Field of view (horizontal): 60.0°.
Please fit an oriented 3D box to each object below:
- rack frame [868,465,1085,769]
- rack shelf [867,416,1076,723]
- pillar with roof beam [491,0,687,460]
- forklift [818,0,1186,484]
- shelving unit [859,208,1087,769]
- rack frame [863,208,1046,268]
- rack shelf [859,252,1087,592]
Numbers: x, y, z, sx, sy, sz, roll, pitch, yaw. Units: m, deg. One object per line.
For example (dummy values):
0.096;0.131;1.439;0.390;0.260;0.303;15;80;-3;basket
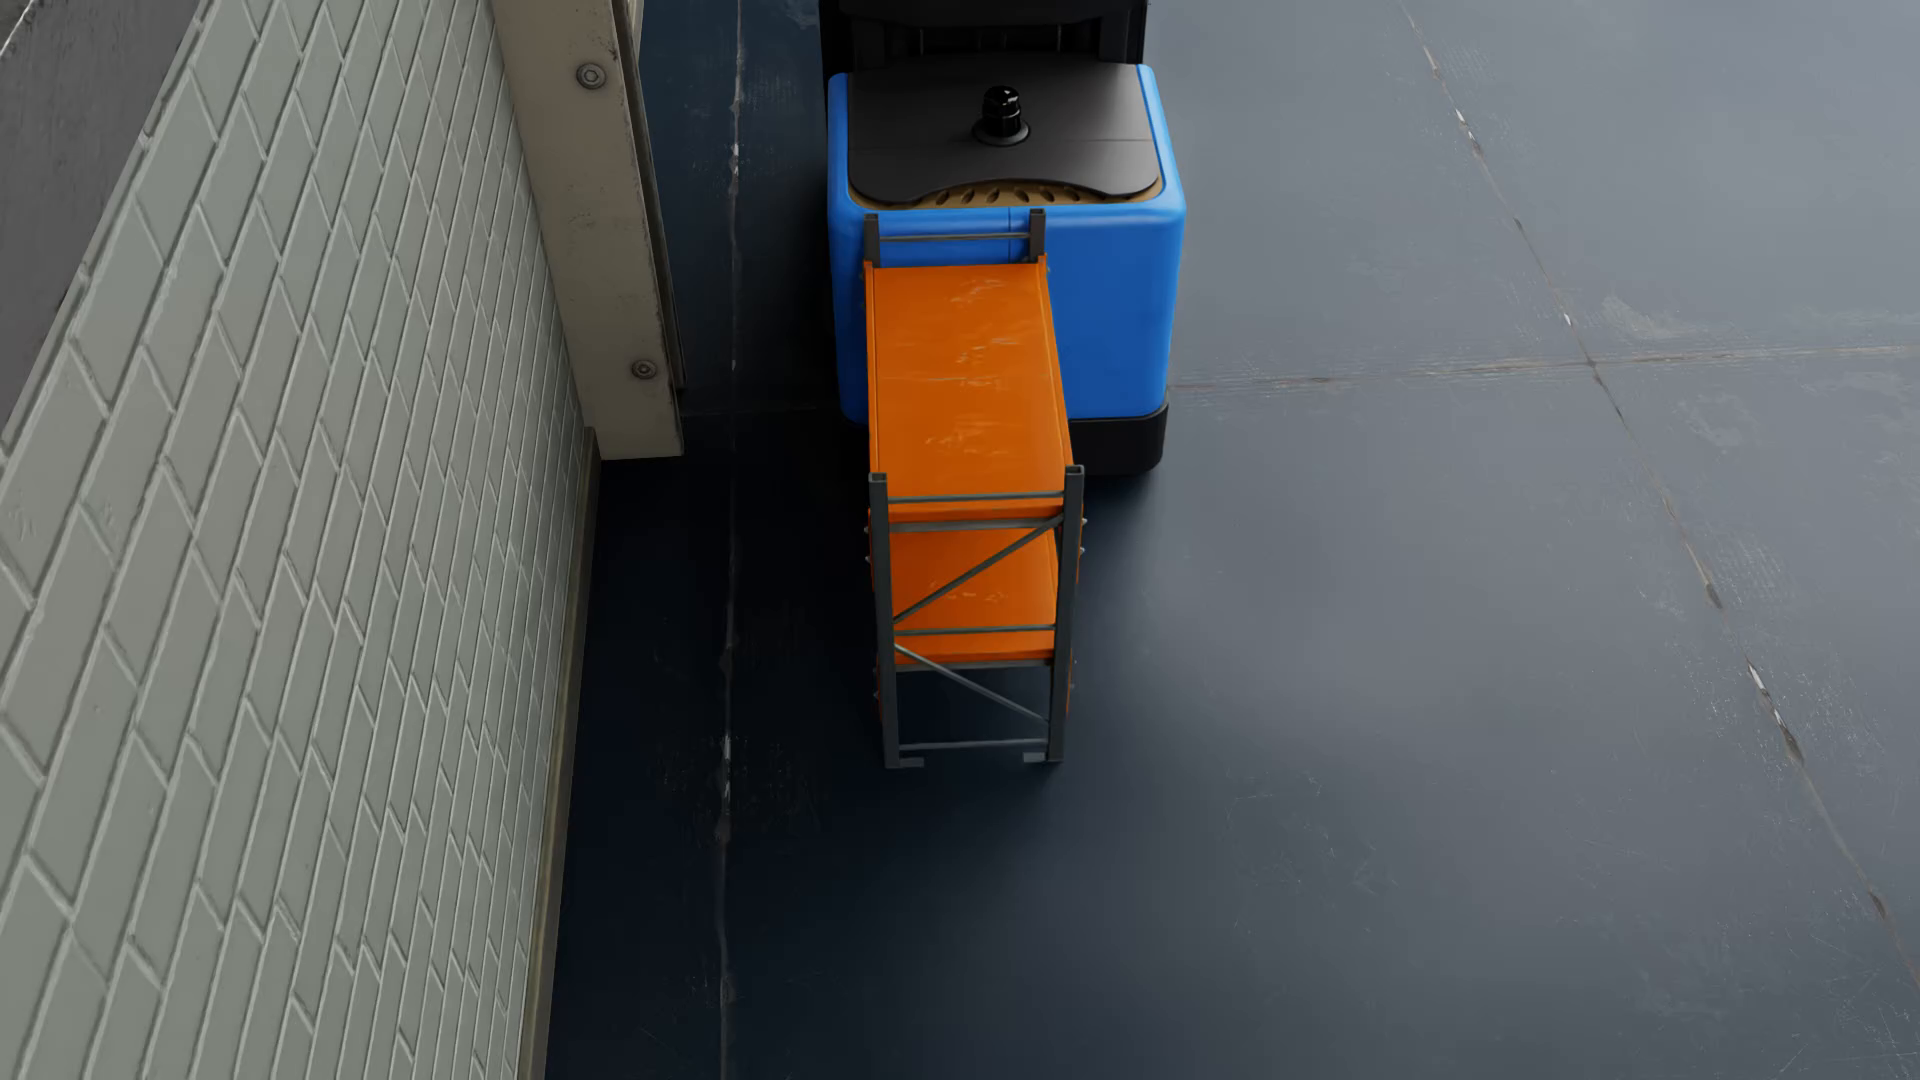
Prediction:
0.039;0.233;4.255;0.500;1.125;0.032;-2;47;-2;rack frame
0.012;0.032;4.781;0.538;0.278;1.000;-2;47;-2;rack shelf
3.203;-3.771;2.624;9.100;9.000;0.400;-3;47;-3;pillar with roof beam
0.062;-2.252;5.364;1.130;2.935;3.031;-2;47;-2;forklift
0.012;-0.136;4.604;0.538;1.125;1.048;-2;47;-2;shelving unit
-0.015;-0.504;4.953;0.500;1.125;0.032;-2;47;-2;rack frame
0.012;-0.337;4.391;0.538;0.278;1.000;-2;47;-2;rack shelf
